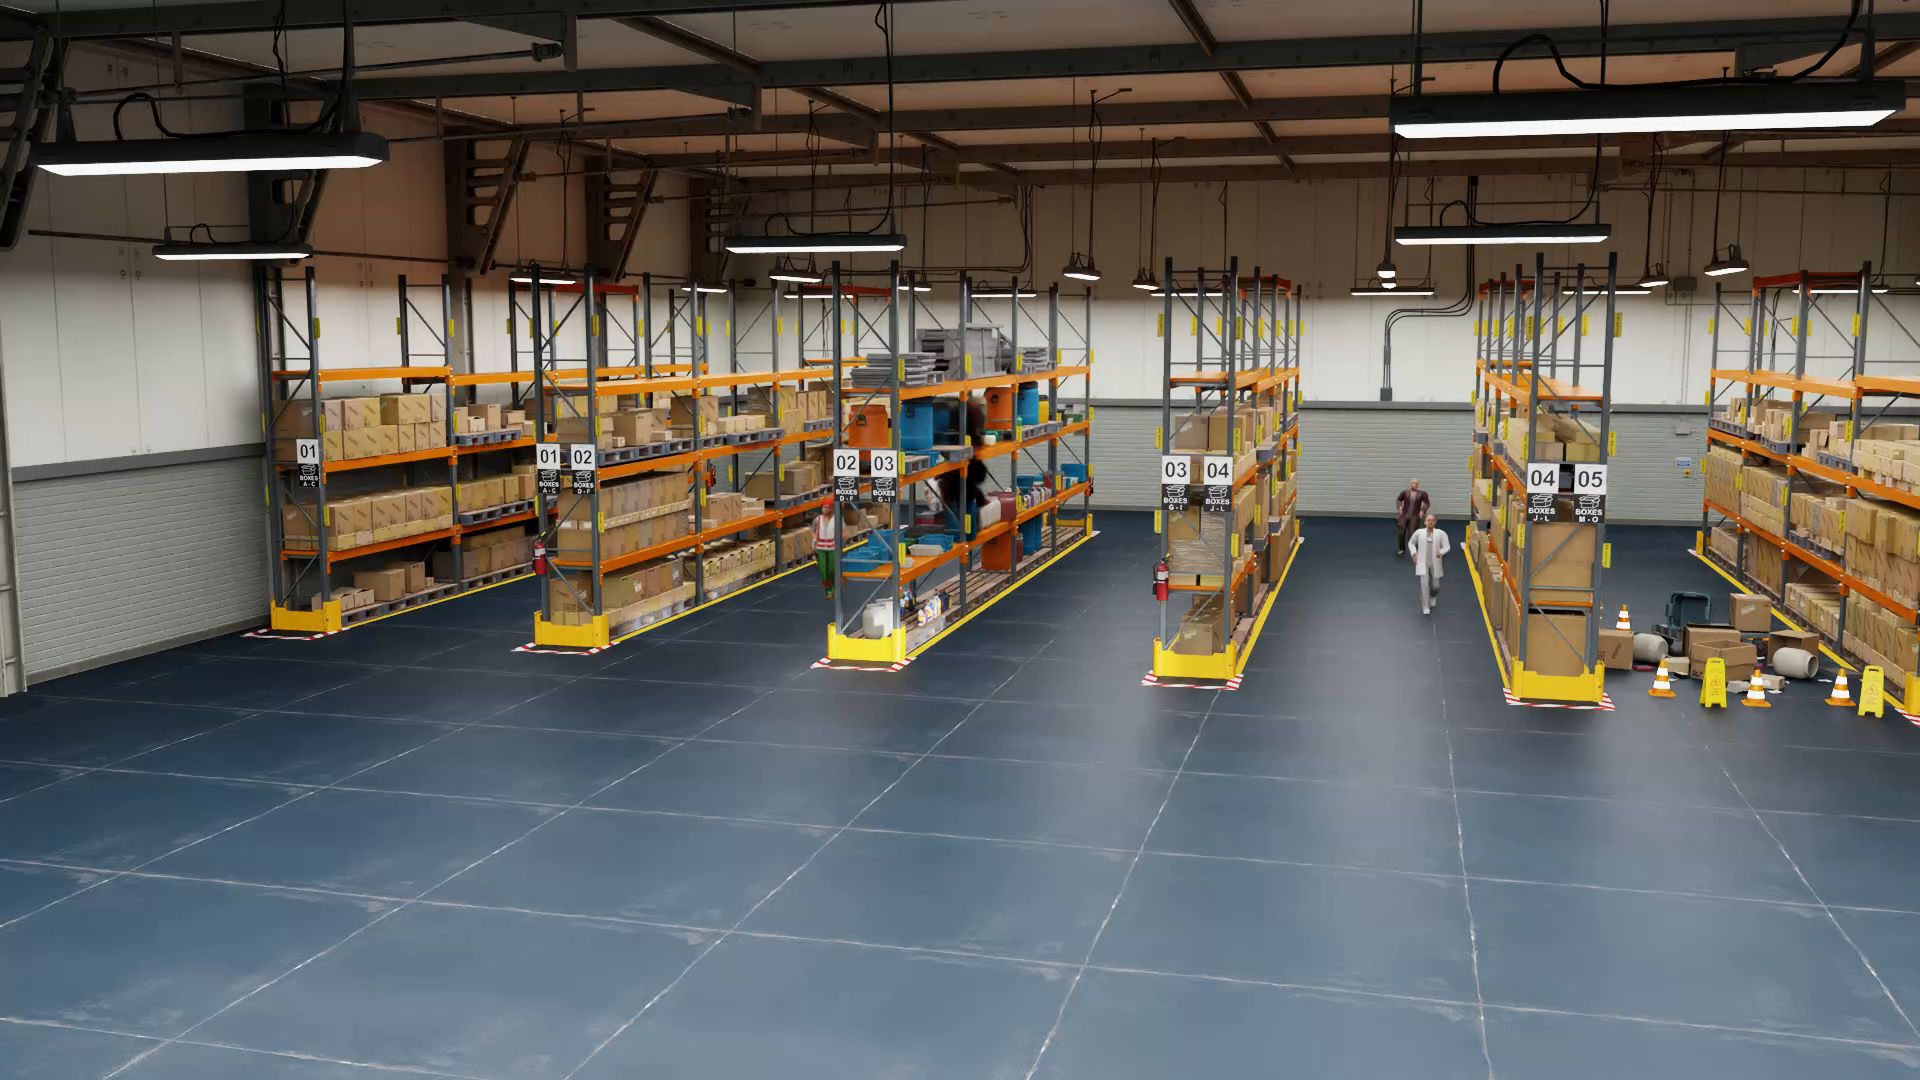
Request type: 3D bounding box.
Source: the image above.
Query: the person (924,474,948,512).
[{"bbox_3d":[-0.567,-0.898,40.388,0.618,1.639,0.702,0,7,-1],"label":"person"}]

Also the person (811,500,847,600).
[{"bbox_3d":[-2.300,0.172,28.974,0.636,1.753,0.538,1,7,8],"label":"person"}]

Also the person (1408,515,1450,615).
[{"bbox_3d":[8.269,0.421,29.362,0.716,1.736,0.835,2,7,13],"label":"person"}]

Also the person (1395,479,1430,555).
[{"bbox_3d":[9.989,-0.503,36.821,0.733,1.715,0.617,3,8,25],"label":"person"}]
